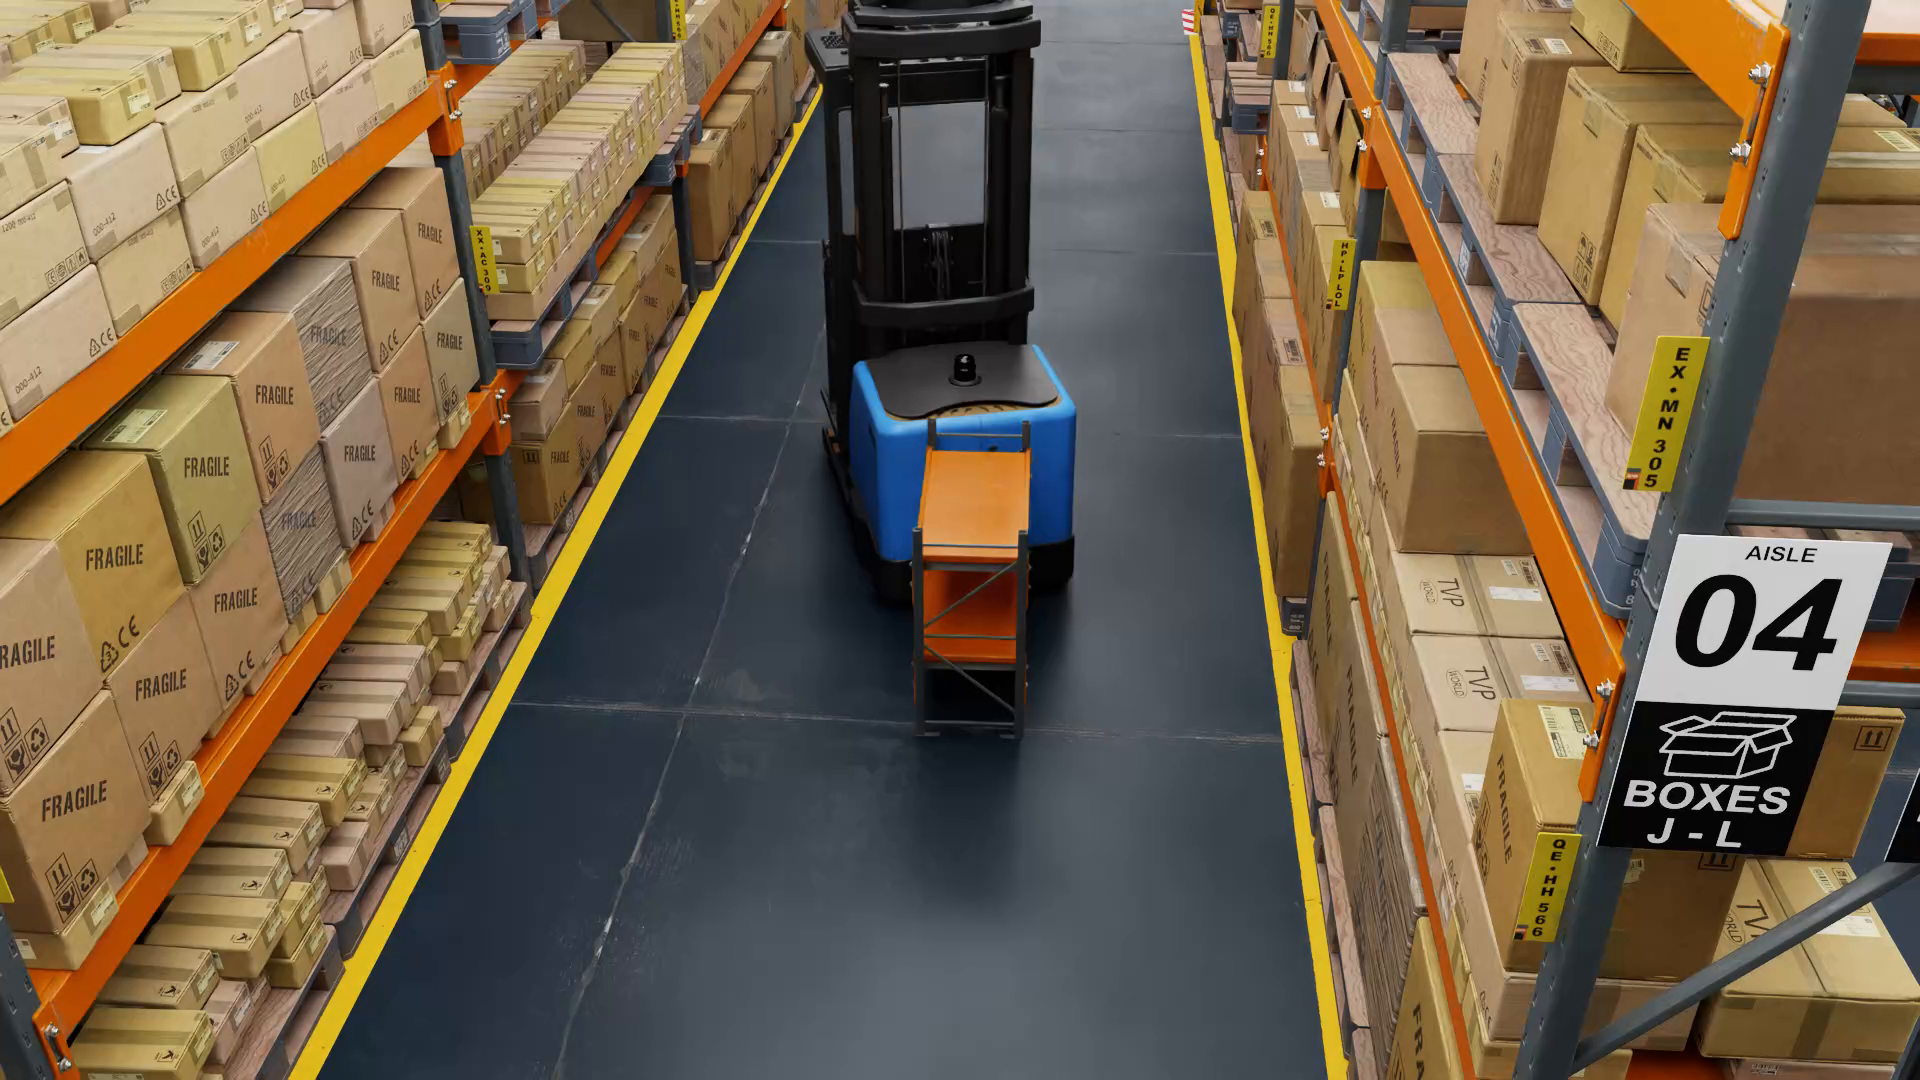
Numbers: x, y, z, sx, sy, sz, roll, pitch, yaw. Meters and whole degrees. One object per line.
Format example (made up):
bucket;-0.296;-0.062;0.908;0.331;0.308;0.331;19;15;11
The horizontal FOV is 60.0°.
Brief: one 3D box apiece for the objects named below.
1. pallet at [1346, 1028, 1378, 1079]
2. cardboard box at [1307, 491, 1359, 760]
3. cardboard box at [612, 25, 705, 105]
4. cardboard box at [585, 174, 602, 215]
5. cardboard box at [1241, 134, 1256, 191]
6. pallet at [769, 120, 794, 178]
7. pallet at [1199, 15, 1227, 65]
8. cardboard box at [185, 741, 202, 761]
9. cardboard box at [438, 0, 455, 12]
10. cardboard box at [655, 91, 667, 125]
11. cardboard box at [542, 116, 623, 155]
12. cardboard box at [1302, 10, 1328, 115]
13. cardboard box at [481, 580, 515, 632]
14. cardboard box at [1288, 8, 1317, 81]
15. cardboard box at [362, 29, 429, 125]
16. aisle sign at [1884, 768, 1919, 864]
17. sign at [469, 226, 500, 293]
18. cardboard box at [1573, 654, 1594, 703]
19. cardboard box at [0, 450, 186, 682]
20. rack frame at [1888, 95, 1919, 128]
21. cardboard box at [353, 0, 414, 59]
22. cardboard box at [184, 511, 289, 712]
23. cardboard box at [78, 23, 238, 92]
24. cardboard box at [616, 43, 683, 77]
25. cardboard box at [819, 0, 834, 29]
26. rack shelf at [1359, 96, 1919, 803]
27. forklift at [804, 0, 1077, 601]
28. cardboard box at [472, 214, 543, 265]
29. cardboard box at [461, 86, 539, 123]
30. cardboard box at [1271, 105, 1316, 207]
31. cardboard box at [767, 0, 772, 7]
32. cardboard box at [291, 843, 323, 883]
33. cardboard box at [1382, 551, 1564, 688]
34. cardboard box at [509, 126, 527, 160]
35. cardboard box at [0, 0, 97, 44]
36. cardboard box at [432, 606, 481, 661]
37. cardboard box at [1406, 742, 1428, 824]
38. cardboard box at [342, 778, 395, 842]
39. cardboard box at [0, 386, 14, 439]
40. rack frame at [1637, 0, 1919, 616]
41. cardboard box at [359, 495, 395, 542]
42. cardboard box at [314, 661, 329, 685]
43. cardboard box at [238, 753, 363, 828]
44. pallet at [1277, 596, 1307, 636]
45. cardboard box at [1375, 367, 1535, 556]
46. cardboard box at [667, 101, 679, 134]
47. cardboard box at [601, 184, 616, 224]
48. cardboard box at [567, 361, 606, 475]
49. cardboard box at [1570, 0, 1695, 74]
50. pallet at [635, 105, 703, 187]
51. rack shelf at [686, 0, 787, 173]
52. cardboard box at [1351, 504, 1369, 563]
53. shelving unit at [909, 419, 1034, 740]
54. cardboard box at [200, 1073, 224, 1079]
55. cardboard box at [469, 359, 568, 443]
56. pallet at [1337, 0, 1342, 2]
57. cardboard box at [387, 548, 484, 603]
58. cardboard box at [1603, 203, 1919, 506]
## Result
pallet;1.863;2.181;5.509;1.003;0.211;1.213;2;32;4
cardboard box;2.068;0.392;7.380;0.875;0.875;0.875;2;32;4
cardboard box;-2.103;-3.298;11.647;0.500;0.500;0.500;3;32;5
cardboard box;-2.163;-1.873;8.986;0.380;0.149;0.250;4;32;6
cardboard box;2.678;-3.121;13.418;0.700;0.500;0.500;0;32;0
pallet;-2.070;-3.530;14.777;1.003;0.211;1.213;2;32;4
pallet;3.071;-5.301;17.650;1.003;0.211;1.213;2;32;4
cardboard box;-2.767;0.688;5.514;0.380;0.149;0.250;4;32;6
cardboard box;-2.594;-2.632;7.308;0.700;0.500;0.500;3;32;4
cardboard box;-2.034;-2.676;10.288;0.380;0.149;0.250;3;32;5
cardboard box;-2.121;-2.269;9.345;0.380;0.149;0.250;3;32;5
cardboard box;2.451;-2.855;9.973;0.797;0.503;0.637;3;32;6
cardboard box;-2.426;0.314;8.199;0.380;0.149;0.250;3;32;5
cardboard box;2.531;-3.273;11.206;0.500;0.500;0.500;-1;32;-2
cardboard box;-2.505;-1.886;6.734;0.500;0.250;0.500;3;32;5
aisle sign;2.169;0.359;3.330;0.394;0.787;0.004;2;32;4
sign;-2.193;-1.290;7.659;0.100;0.325;0.005;2;32;4
cardboard box;2.264;0.579;5.311;0.500;0.250;0.500;1;32;2
cardboard box;-2.724;0.069;4.948;0.500;0.500;0.500;3;32;5
rack frame;7.789;-4.647;13.932;1.000;3.000;0.127;2;32;4
cardboard box;-2.518;-2.114;6.629;0.500;0.250;0.500;1;32;2
cardboard box;-2.677;0.222;5.651;0.500;0.500;0.500;3;32;5
cardboard box;-2.567;-1.550;5.334;0.380;0.149;0.250;2;32;3
cardboard box;-1.991;-3.081;10.663;0.380;0.149;0.250;1;32;2
cardboard box;-1.816;-5.672;17.220;0.875;0.875;0.875;2;32;3
rack shelf;2.038;-0.601;5.192;1.077;0.370;4.000;2;32;4
forklift;-0.217;-1.696;9.208;1.130;2.935;3.031;-7;32;-11
cardboard box;-2.243;-1.452;8.019;0.380;0.149;0.250;4;32;6
cardboard box;-2.725;-2.575;9.842;0.380;0.149;0.250;4;32;6
cardboard box;2.177;-2.298;10.024;0.500;0.500;0.500;2;32;3
cardboard box;-1.859;-4.882;14.218;0.500;0.500;0.500;2;32;4
cardboard box;-2.695;1.251;6.394;0.380;0.149;0.250;1;32;2
cardboard box;1.772;0.284;5.789;0.500;0.250;0.500;3;32;4
cardboard box;-2.751;-2.313;9.700;0.380;0.149;0.250;2;32;4
cardboard box;-3.154;-1.709;5.592;0.380;0.149;0.250;4;32;6
cardboard box;-2.457;0.429;7.728;0.380;0.149;0.250;1;32;2
cardboard box;1.658;0.788;5.351;0.380;0.149;0.250;2;32;3
cardboard box;-2.585;1.116;6.897;0.380;0.149;0.250;2;32;4
cardboard box;-2.768;-0.286;4.139;0.500;0.250;0.500;4;32;6
rack frame;1.876;-1.138;2.520;1.000;3.000;0.127;2;32;4
cardboard box;-2.555;-0.121;6.826;0.380;0.149;0.250;1;32;2
cardboard box;-3.022;0.550;7.532;0.380;0.149;0.250;1;32;1
cardboard box;-2.591;0.984;6.544;0.380;0.149;0.250;3;32;5
pallet;2.189;0.105;8.879;1.003;0.211;1.213;2;32;4
cardboard box;1.822;-0.289;6.004;0.500;0.500;0.500;1;32;2
cardboard box;-2.012;-2.697;10.606;0.380;0.149;0.250;2;32;4
cardboard box;-2.142;-1.882;9.284;0.380;0.149;0.250;2;32;3
cardboard box;-2.368;-0.707;9.520;0.500;0.500;0.500;4;32;6
cardboard box;2.050;-1.500;4.661;0.500;0.250;0.500;1;32;2
pallet;-2.360;-2.573;10.749;1.213;0.211;1.003;2;32;4
rack shelf;-2.245;-3.772;13.197;1.077;0.370;4.000;2;32;4
cardboard box;1.784;-0.016;6.656;0.380;0.149;0.250;2;32;3
shelving unit;0.068;0.172;7.899;0.538;1.125;1.048;1;32;2
cardboard box;-2.698;1.926;5.583;0.380;0.149;0.250;3;32;5
cardboard box;-2.410;-0.750;8.875;0.500;0.250;0.500;1;32;2
pallet;2.439;-3.040;8.645;1.003;0.211;1.213;4;32;6
cardboard box;-2.485;0.174;7.859;0.380;0.149;0.250;3;32;5
cardboard box;1.865;-0.399;3.589;0.700;0.500;0.500;1;32;1
